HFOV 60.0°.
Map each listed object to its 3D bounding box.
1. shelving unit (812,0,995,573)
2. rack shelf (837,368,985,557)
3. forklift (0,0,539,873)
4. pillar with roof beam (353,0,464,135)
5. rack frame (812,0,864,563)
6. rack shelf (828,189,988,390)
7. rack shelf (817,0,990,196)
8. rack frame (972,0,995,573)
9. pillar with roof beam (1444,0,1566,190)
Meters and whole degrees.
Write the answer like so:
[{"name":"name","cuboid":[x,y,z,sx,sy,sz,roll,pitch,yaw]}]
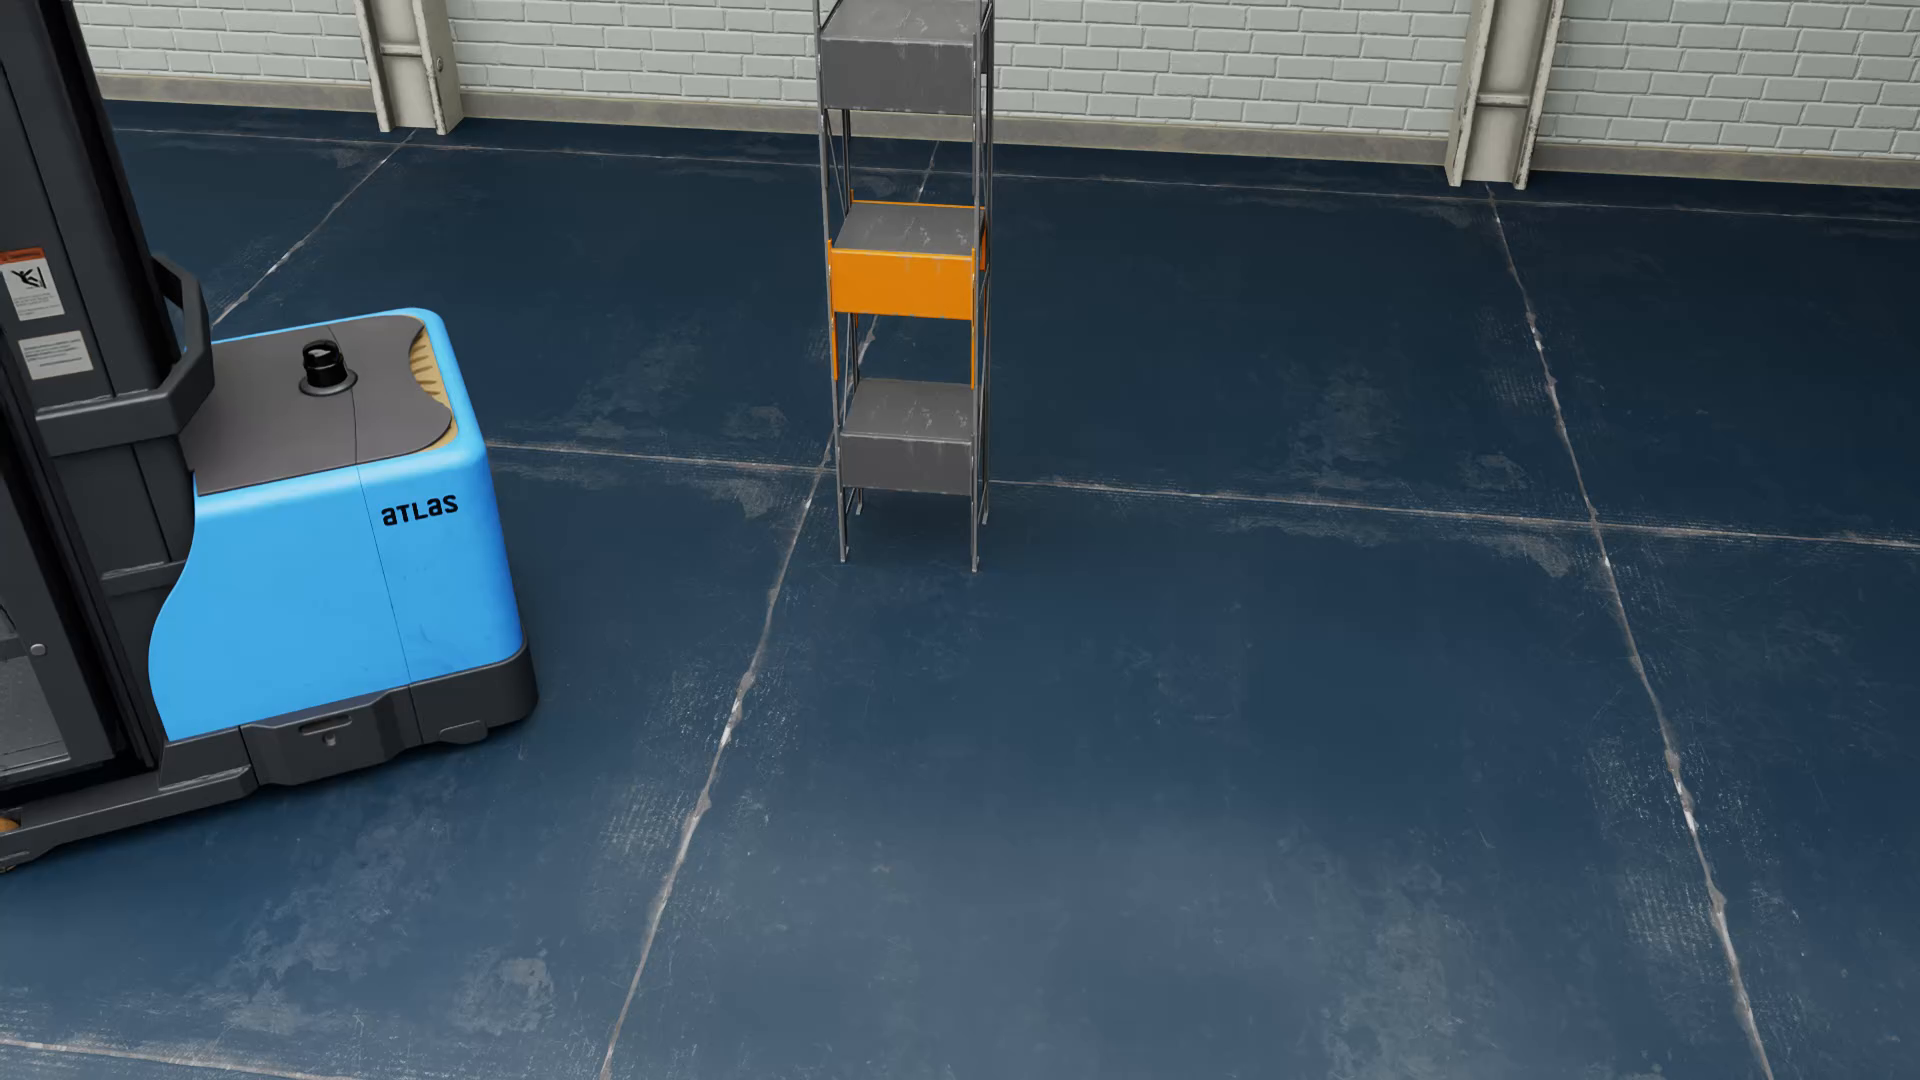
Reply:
[{"name":"shelving unit","cuboid":[-0.164,-0.867,5.657,0.503,2.100,0.431,4,36,6]},{"name":"rack shelf","cuboid":[-0.164,-0.286,6.072,0.480,0.518,0.431,4,36,6]},{"name":"forklift","cuboid":[-2.936,-0.521,4.456,3.031,2.935,1.130,-13,38,-18]},{"name":"pillar with roof beam","cuboid":[-3.658,-3.599,3.546,0.400,9.000,9.100,4,36,6]},{"name":"rack frame","cuboid":[-0.406,-0.885,5.683,0.015,2.100,0.400,4,36,6]},{"name":"rack shelf","cuboid":[-0.164,-0.856,5.665,0.480,0.518,0.431,4,36,6]},{"name":"rack shelf","cuboid":[-0.164,-1.426,5.258,0.480,0.518,0.431,4,36,6]},{"name":"rack frame","cuboid":[0.078,-0.849,5.632,0.015,2.100,0.400,4,36,6]},{"name":"pillar with roof beam","cuboid":[2.293,-3.155,2.924,0.400,9.000,9.100,4,36,6]}]
